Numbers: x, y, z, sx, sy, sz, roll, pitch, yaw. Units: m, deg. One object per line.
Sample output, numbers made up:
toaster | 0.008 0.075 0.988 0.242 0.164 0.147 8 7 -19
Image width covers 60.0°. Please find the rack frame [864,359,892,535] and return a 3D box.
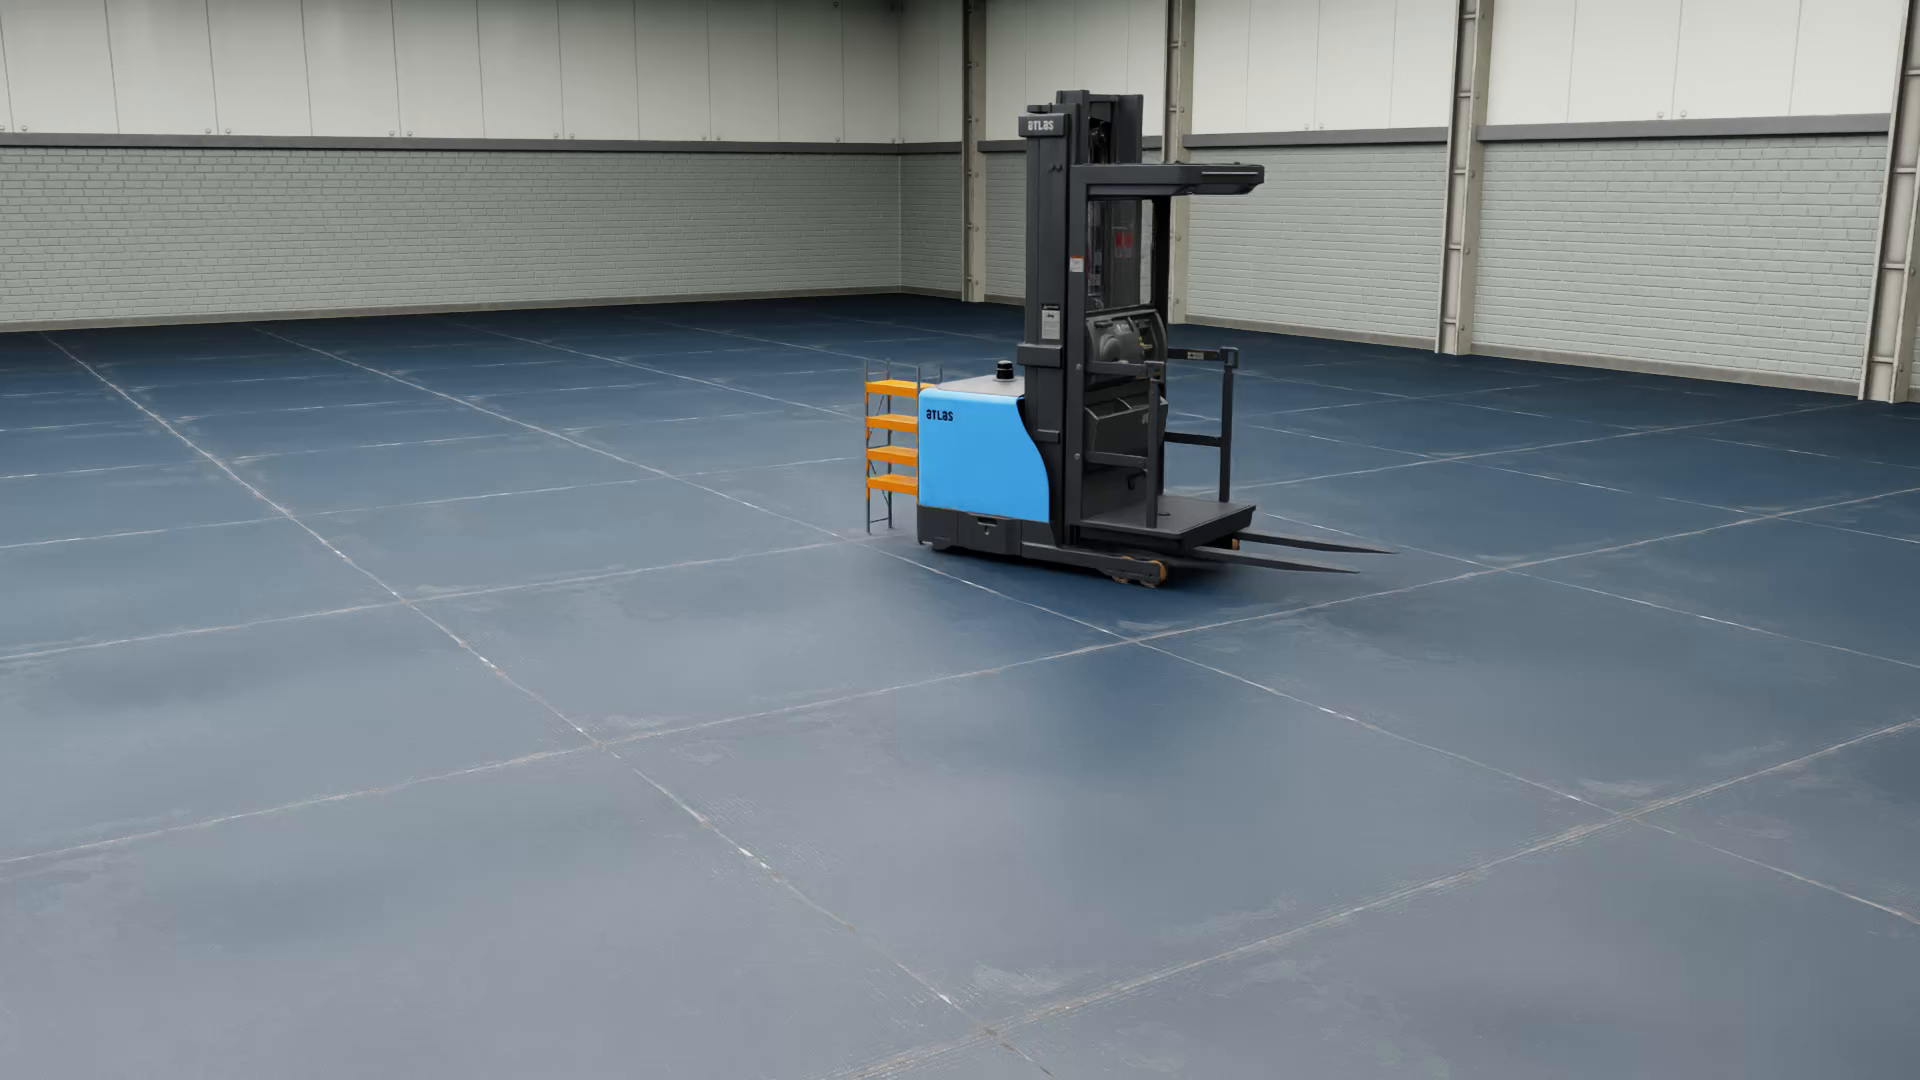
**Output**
rack frame | -0.565 -0.642 11.491 0.015 1.200 0.240 11 16 40

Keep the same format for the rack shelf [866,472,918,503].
rack shelf | -0.382 -0.348 11.390 0.480 0.148 0.258 11 16 40

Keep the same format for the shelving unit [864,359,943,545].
shelving unit | -0.382 -0.608 11.334 0.503 1.200 0.258 11 16 40

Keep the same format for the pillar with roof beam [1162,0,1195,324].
pillar with roof beam | 0.011 -7.573 24.929 9.100 9.000 0.400 -8 15 -33

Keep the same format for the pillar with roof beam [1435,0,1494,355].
pillar with roof beam | 3.336 -6.506 20.050 9.100 9.000 0.400 -8 15 -33

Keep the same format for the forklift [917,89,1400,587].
forklift | 1.216 -1.274 10.326 3.031 2.935 1.130 8 15 34

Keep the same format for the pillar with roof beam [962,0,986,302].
pillar with roof beam | -3.313 -8.640 29.809 9.100 9.000 0.400 -8 15 -33

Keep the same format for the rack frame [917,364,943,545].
rack frame | -0.200 -0.574 11.176 0.015 1.200 0.240 11 16 40

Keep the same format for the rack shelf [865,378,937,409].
rack shelf | -0.382 -0.992 11.250 0.480 0.148 0.258 11 16 40

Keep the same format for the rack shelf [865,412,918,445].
rack shelf | -0.382 -0.761 11.300 0.480 0.148 0.258 11 16 40

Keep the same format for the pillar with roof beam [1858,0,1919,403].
pillar with roof beam | 6.660 -5.439 15.170 9.100 9.000 0.400 -8 15 -33

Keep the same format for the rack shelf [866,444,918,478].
rack shelf | -0.382 -0.542 11.348 0.480 0.148 0.258 11 16 40
